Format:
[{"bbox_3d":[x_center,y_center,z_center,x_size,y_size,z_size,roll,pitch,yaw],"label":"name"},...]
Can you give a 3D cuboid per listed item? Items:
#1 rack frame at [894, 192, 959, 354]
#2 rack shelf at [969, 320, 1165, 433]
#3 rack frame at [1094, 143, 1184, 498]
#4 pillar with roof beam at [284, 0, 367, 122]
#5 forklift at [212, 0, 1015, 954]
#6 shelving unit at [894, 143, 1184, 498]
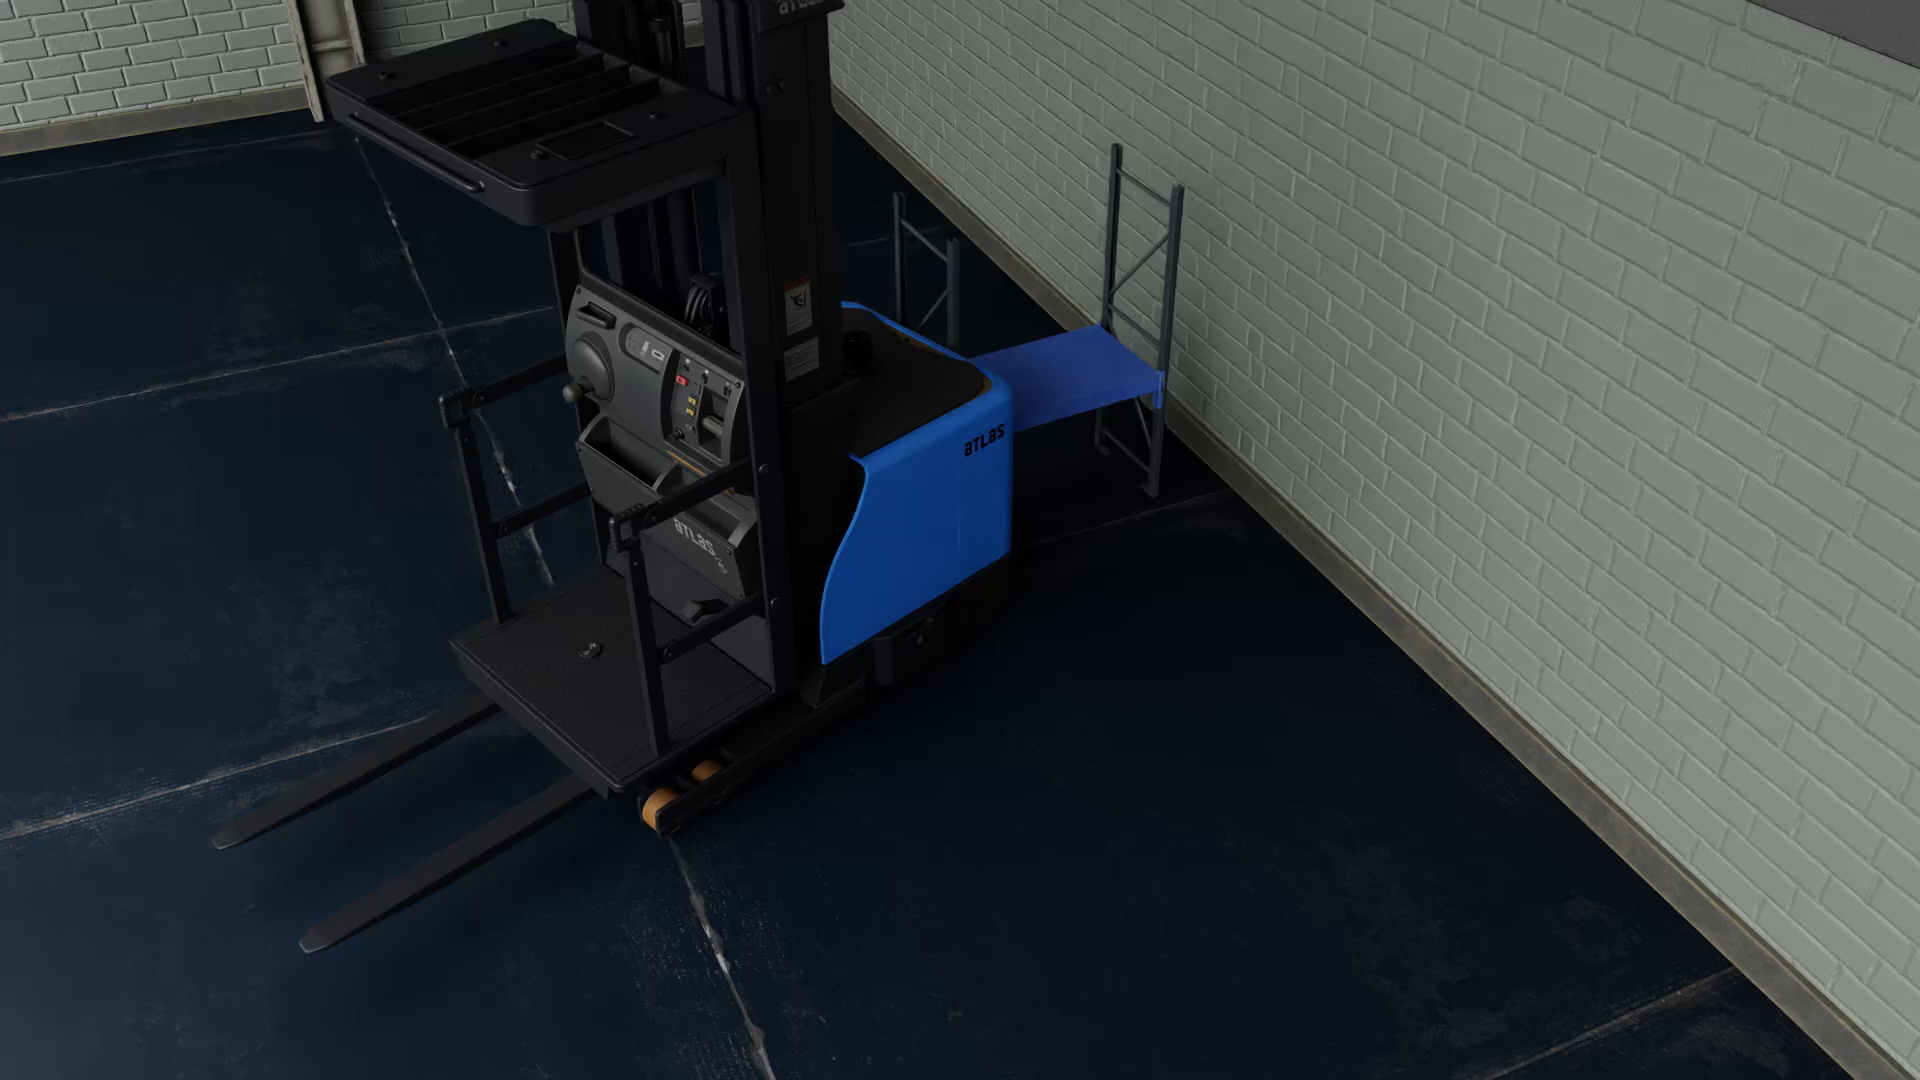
[{"bbox_3d":[-0.133,-0.645,6.861,0.032,1.500,0.500,-18,40,-22],"label":"rack frame"},{"bbox_3d":[0.316,-0.642,7.159,1.000,0.185,0.538,-18,40,-22],"label":"rack shelf"},{"bbox_3d":[0.765,-0.929,7.243,0.032,1.500,0.500,-18,40,-22],"label":"rack frame"},{"bbox_3d":[-2.305,-4.182,5.335,0.400,9.000,9.100,-16,39,-20],"label":"pillar with roof beam"},{"bbox_3d":[-1.180,-0.492,5.454,3.031,2.935,1.130,-31,46,-34],"label":"forklift"},{"bbox_3d":[0.316,-0.787,7.052,1.048,1.500,0.538,-18,40,-22],"label":"shelving unit"}]
